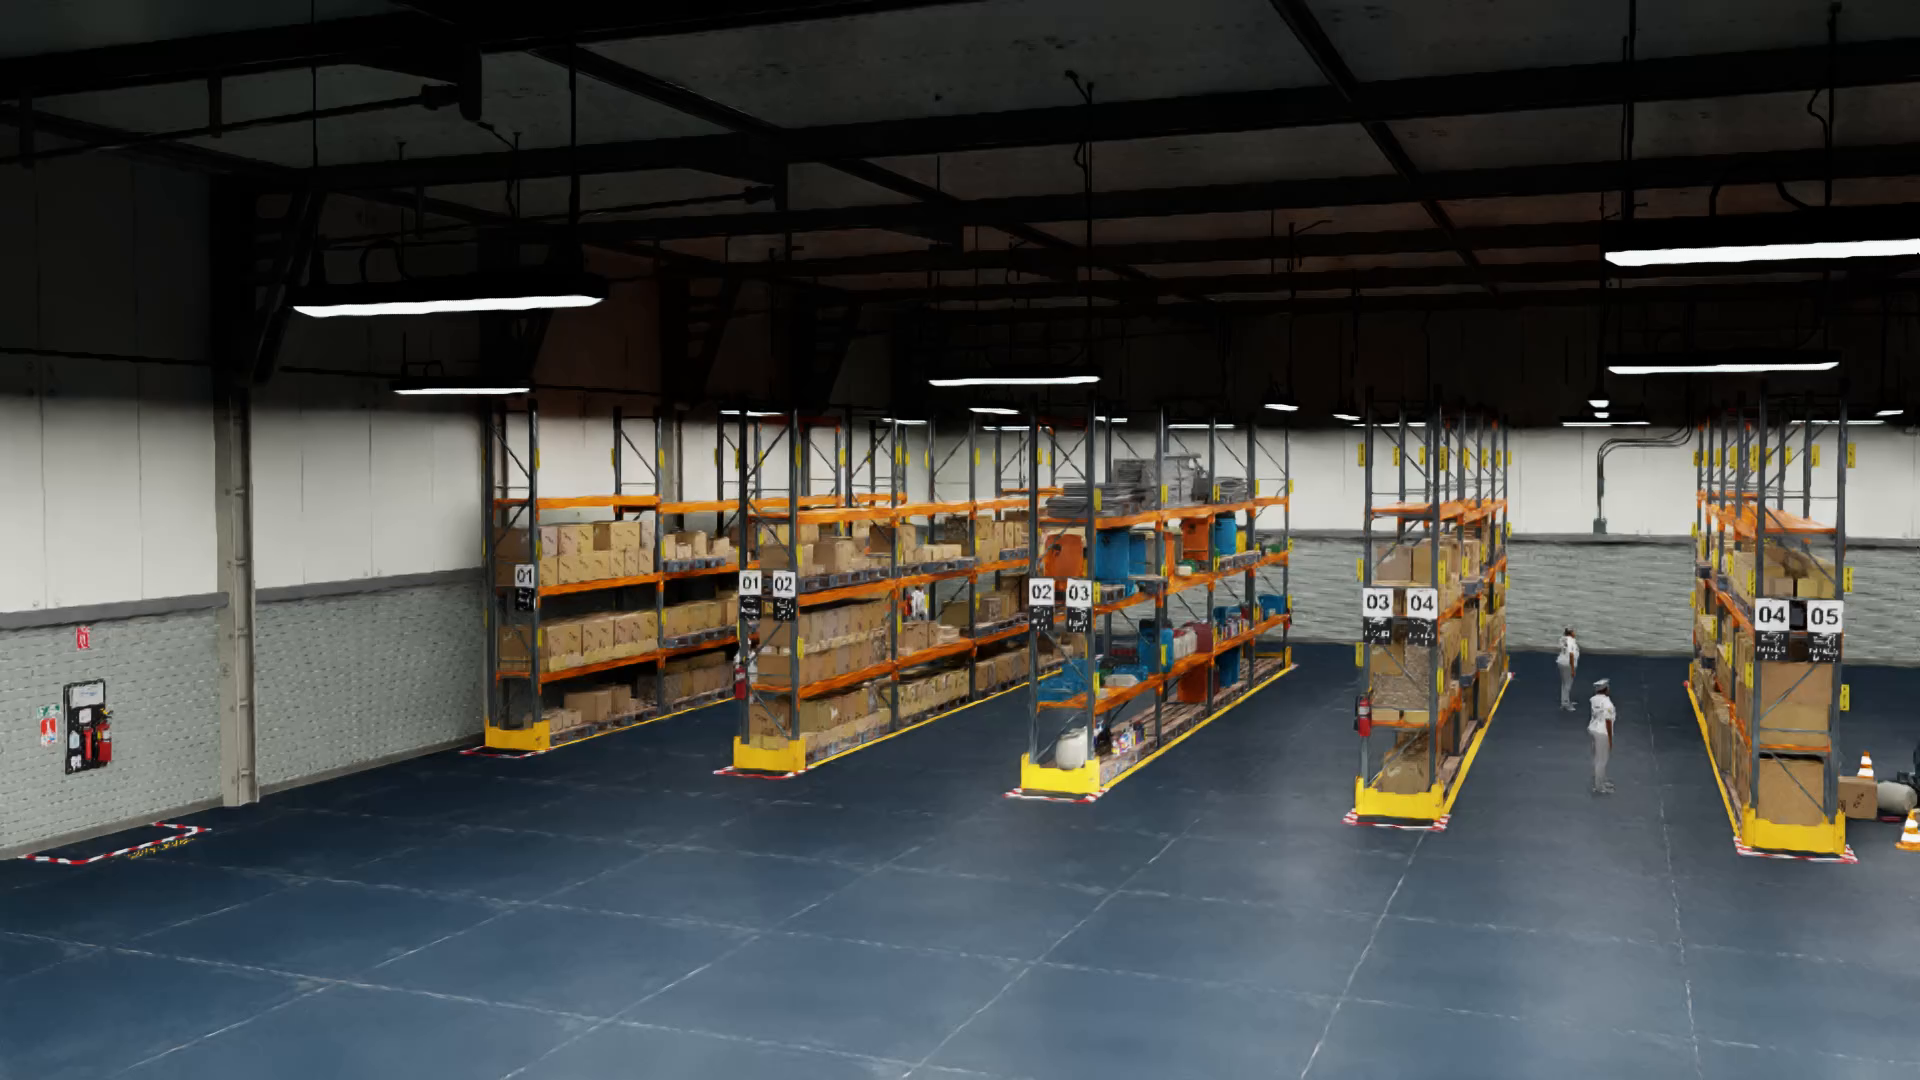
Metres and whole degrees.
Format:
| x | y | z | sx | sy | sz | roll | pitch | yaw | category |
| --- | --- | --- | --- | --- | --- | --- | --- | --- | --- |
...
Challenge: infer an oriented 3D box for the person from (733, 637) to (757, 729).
| x | y | z | sx | sy | sz | roll | pitch | yaw | category |
| --- | --- | --- | --- | --- | --- | --- | --- | --- | --- |
| -3.955 | 2.620 | 30.727 | 0.545 | 1.696 | 1.107 | 1 | 3 | 19 | person |

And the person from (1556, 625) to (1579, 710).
| x | y | z | sx | sy | sz | roll | pitch | yaw | category |
| --- | --- | --- | --- | --- | --- | --- | --- | --- | --- |
| 12.145 | 2.524 | 33.131 | 0.463 | 1.673 | 0.576 | 0 | 3 | 1 | person |

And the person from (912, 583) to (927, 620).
| x | y | z | sx | sy | sz | roll | pitch | yaw | category |
| --- | --- | --- | --- | --- | --- | --- | --- | --- | --- |
| -1.073 | 1.926 | 45.219 | 0.672 | 1.673 | 0.516 | -2 | 3 | -35 | person |

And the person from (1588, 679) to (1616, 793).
| x | y | z | sx | sy | sz | roll | pitch | yaw | category |
| --- | --- | --- | --- | --- | --- | --- | --- | --- | --- |
| 9.654 | 2.923 | 24.947 | 0.422 | 1.677 | 0.502 | 0 | 3 | -8 | person |
